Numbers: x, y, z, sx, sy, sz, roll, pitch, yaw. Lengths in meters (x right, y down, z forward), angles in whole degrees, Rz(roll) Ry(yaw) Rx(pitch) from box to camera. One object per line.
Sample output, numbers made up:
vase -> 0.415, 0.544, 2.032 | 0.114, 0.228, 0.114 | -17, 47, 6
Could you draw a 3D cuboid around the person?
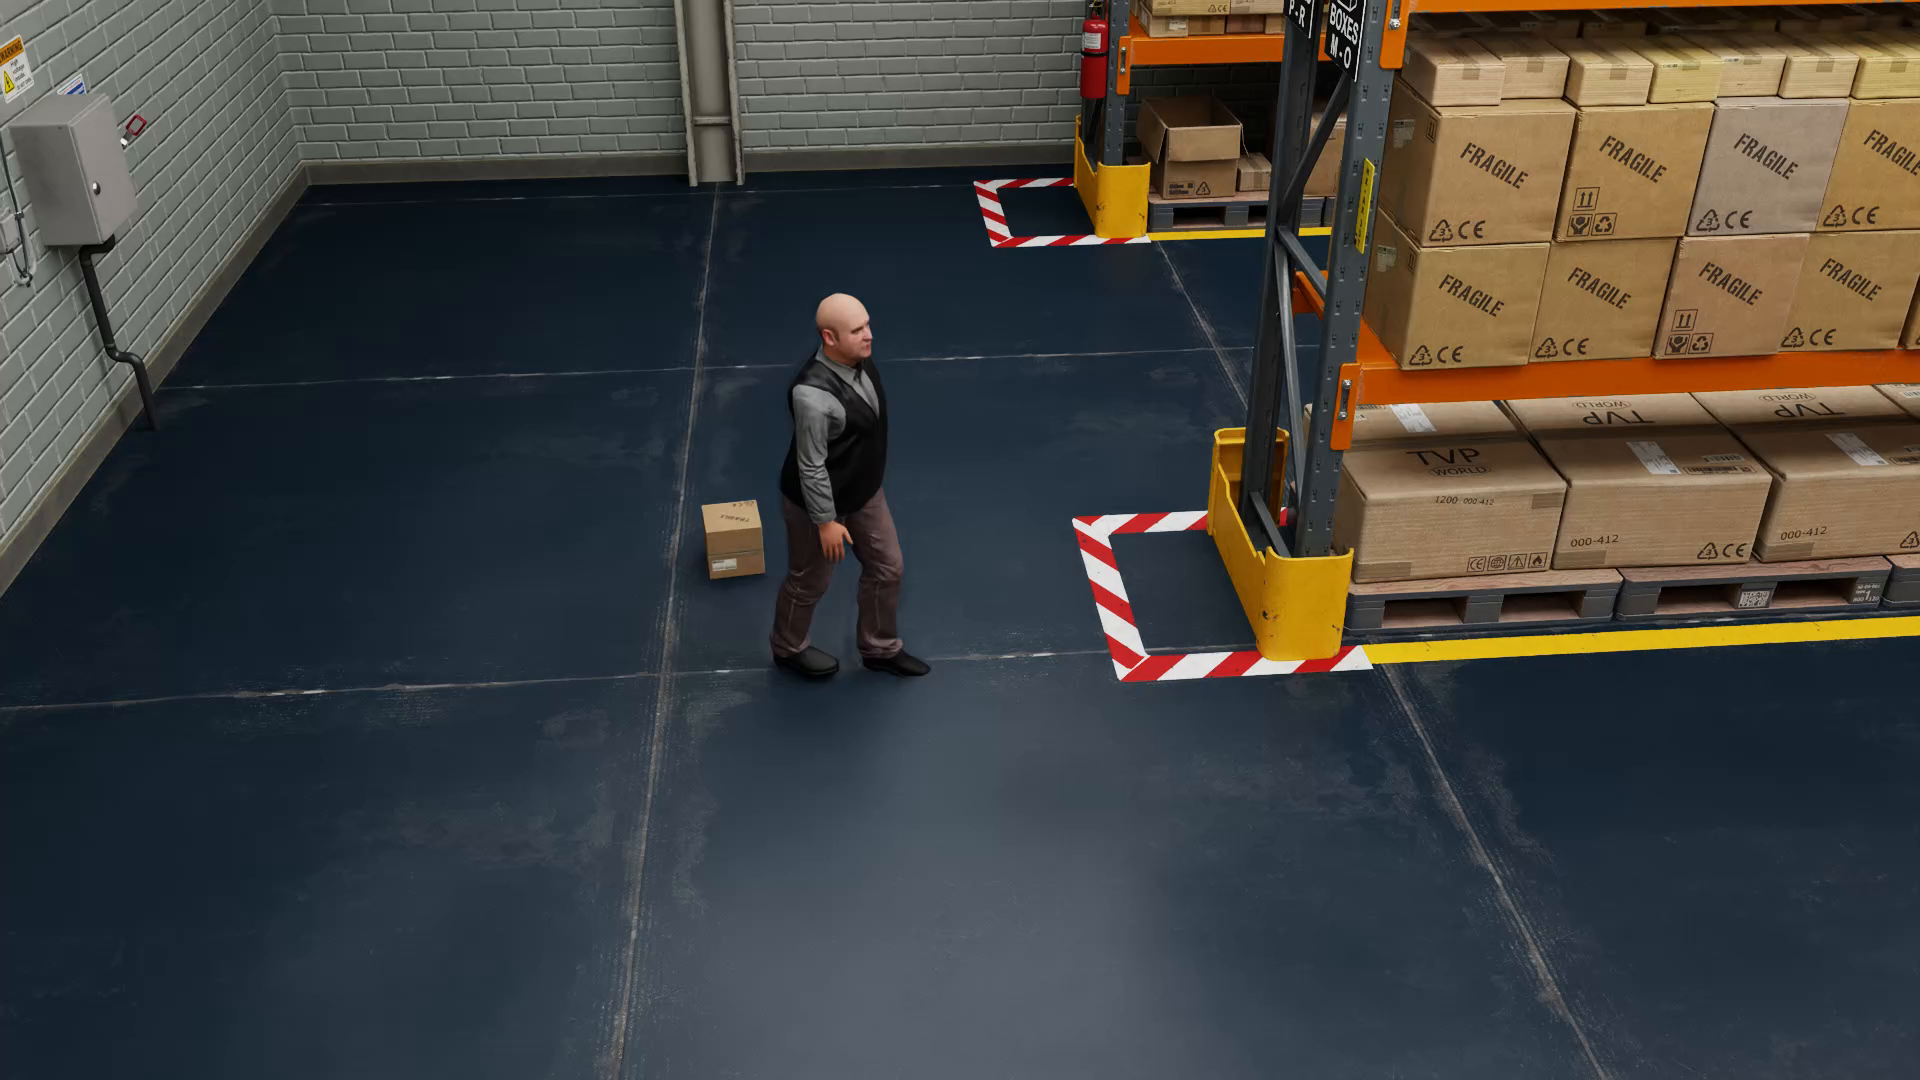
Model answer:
person -> -0.504, -0.144, 6.427 | 0.633, 1.758, 0.556 | 13, 33, 21
